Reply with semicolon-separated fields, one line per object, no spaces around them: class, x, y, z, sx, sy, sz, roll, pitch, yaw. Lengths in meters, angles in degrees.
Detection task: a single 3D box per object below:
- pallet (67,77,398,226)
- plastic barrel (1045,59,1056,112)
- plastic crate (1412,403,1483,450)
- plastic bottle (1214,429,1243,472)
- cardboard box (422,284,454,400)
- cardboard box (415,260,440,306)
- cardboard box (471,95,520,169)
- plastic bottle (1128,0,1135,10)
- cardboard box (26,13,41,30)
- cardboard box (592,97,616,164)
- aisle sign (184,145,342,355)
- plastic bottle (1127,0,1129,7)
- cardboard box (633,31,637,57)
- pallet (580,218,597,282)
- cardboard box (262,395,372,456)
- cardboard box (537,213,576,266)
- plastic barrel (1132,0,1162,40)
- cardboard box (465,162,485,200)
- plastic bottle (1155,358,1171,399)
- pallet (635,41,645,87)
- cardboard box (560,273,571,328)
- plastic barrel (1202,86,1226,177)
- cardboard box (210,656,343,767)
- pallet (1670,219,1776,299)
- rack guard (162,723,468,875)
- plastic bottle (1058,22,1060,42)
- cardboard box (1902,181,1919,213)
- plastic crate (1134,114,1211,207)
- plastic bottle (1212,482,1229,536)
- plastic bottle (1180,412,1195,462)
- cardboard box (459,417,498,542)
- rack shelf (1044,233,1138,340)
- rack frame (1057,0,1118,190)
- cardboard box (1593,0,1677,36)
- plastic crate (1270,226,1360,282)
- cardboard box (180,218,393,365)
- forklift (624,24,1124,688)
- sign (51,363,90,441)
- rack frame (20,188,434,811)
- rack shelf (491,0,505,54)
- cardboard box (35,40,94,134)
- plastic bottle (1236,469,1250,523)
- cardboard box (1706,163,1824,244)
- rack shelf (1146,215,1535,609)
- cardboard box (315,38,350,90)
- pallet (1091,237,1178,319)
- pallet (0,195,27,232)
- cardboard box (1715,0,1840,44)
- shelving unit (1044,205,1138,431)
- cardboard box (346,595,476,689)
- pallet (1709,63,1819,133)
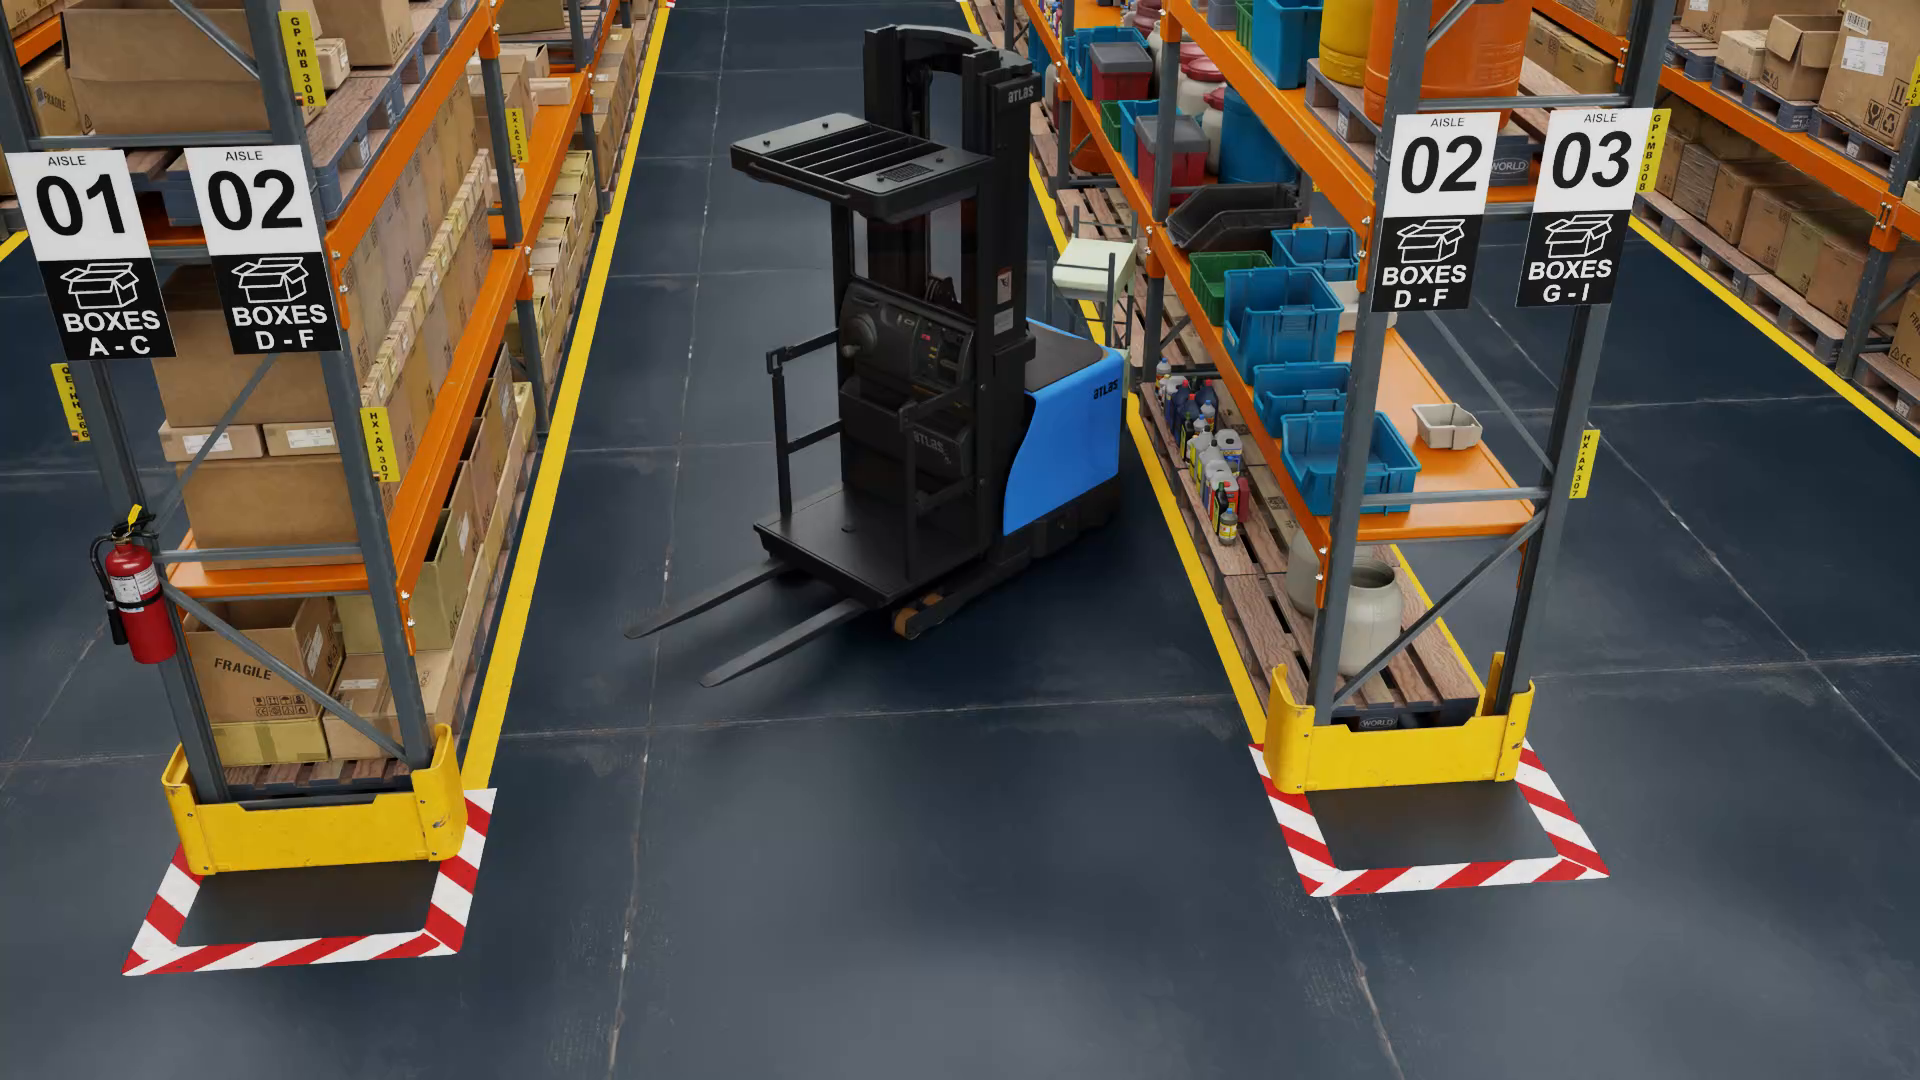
pallet;-2.869;-1.556;6.590;1.003;0.211;1.213;-3;31;-5
plastic barrel;1.046;-4.485;16.350;0.421;0.512;0.421;0;31;0
plastic crate;2.340;-0.538;7.983;0.298;0.136;0.250;-3;31;-5
plastic bottle;1.594;-0.515;9.914;0.152;0.276;0.135;-3;31;-5
cardboard box;-3.007;-1.016;8.428;0.700;0.500;0.500;-2;31;-3
cardboard box;-2.794;-1.260;8.205;0.380;0.149;0.250;-2;31;-4
cardboard box;-3.307;-2.690;11.232;0.500;0.500;0.500;-1;31;-1
plastic bottle;1.550;-4.738;14.883;0.097;0.271;0.097;0;31;0
cardboard box;-8.462;-4.651;14.837;0.380;0.149;0.250;-3;31;-4
cardboard box;-3.389;-3.657;14.956;0.500;0.500;0.500;-4;31;-6
aisle sign;-2.518;-1.041;6.032;0.394;0.787;0.004;-3;31;-5
plastic bottle;1.576;-4.927;15.199;0.097;0.271;0.097;0;31;0
cardboard box;-3.774;-5.329;17.940;0.500;0.311;0.500;-3;31;-5
pallet;-3.538;-2.409;13.577;1.003;0.211;1.213;-3;31;-5
cardboard box;-2.651;-0.476;6.891;0.380;0.149;0.250;-3;31;-5
cardboard box;-3.138;-2.234;12.290;0.500;0.311;0.500;-2;31;-3
plastic barrel;1.701;-4.099;13.555;0.600;0.536;0.708;-3;31;-5
cardboard box;-2.943;-2.052;9.531;0.380;0.149;0.250;-3;31;-6
plastic bottle;1.323;-1.055;10.823;0.097;0.271;0.097;0;31;0
pallet;-4.013;-5.224;18.290;1.003;0.211;1.213;-3;31;-5
cardboard box;-3.091;-1.729;11.991;0.500;0.250;0.500;-4;31;-6
plastic barrel;1.858;-2.778;11.344;0.433;0.535;0.433;0;31;0
cardboard box;-3.173;0.797;7.762;0.500;0.250;0.500;-3;31;-5
pallet;6.469;-2.283;13.366;1.003;0.211;1.213;-3;31;-5
rack guard;-2.827;1.142;7.351;1.175;0.500;0.348;-3;31;-5
plastic bottle;0.901;-4.424;14.425;0.097;0.201;0.097;0;31;0
cardboard box;6.381;-2.226;10.797;0.380;0.149;0.250;-3;31;-5
plastic crate;1.380;-2.481;10.916;0.402;0.464;0.583;-3;31;-5
plastic bottle;1.466;-0.177;9.341;0.061;0.283;0.133;-2;31;-3
plastic bottle;1.383;-0.629;10.098;0.061;0.283;0.133;-1;31;-2
cardboard box;-2.795;-0.316;8.894;0.500;0.500;0.500;-3;31;-5
rack shelf;0.801;-1.552;10.125;0.431;0.370;0.720;8;32;13
rack frame;1.356;-4.263;13.962;1.000;3.000;0.127;-3;31;-5
cardboard box;5.994;-4.784;14.736;0.500;0.500;0.500;-2;31;-3
plastic crate;2.103;-1.605;9.657;0.499;0.251;0.616;-3;31;-5
cardboard box;-2.919;-1.078;7.266;0.700;0.500;0.500;-4;31;-6
forklift;-0.433;-1.026;8.610;1.130;2.935;3.031;26;40;36
sign;-3.370;-0.523;6.341;0.100;0.325;0.005;-3;31;-5
rack frame;-2.829;0.057;6.730;1.000;3.000;0.127;-3;31;-5
rack shelf;-3.389;-3.986;11.274;1.077;0.370;4.000;-3;31;-5
cardboard box;-8.606;-4.309;15.726;0.750;0.750;0.750;-2;31;-3
plastic bottle;1.605;-0.254;9.469;0.061;0.283;0.133;-3;31;-5
cardboard box;6.494;-2.704;13.360;0.700;0.500;0.500;0;31;0
rack shelf;1.916;-0.891;9.018;1.077;0.370;4.000;-3;31;-5
cardboard box;-2.763;-1.973;6.902;0.380;0.149;0.250;-3;31;-5
pallet;1.500;-2.047;12.972;1.003;0.211;1.213;-3;31;-5
pallet;-8.507;-2.998;14.563;1.003;0.211;1.213;-3;31;-5
cardboard box;6.529;-4.170;13.299;0.700;0.500;0.500;2;31;3
shelving unit;0.801;-1.217;10.325;0.431;1.500;0.755;8;32;13
cardboard box;-2.708;0.517;8.231;0.500;0.250;0.500;-3;31;-5
pallet;6.513;-3.410;12.720;1.003;0.211;1.213;-3;31;-5
